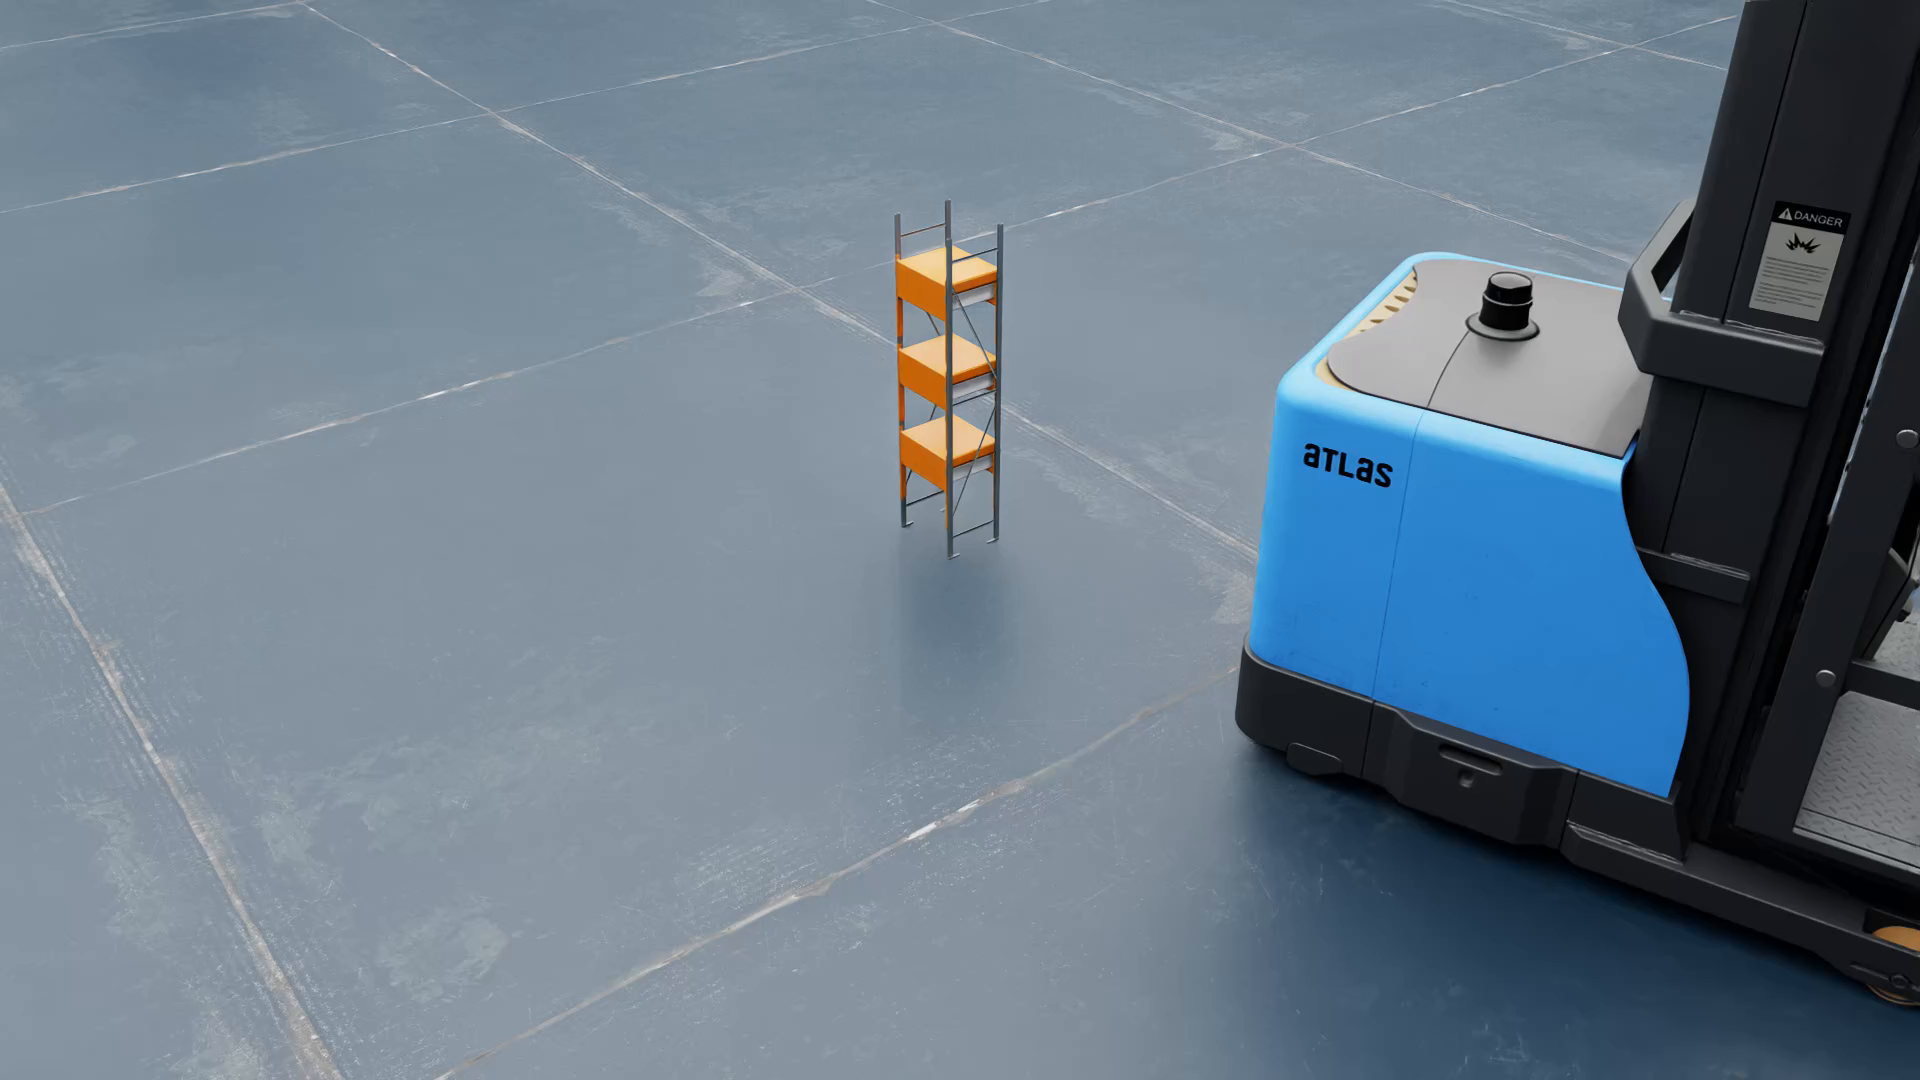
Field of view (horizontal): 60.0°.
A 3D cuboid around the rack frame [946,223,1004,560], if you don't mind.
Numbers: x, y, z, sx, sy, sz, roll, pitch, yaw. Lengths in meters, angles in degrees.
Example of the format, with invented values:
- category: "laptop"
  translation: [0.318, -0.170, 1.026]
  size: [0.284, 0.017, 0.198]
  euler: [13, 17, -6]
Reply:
- category: "rack frame"
  translation: [0.042, -0.417, 4.927]
  size: [0.200, 1.050, 0.008]
  euler: [-22, 38, -31]

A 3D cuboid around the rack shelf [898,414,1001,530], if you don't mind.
- category: "rack shelf"
  translation: [-0.033, -0.223, 5.161]
  size: [0.215, 0.259, 0.240]
  euler: [-22, 38, -31]

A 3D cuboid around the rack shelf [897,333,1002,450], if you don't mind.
- category: "rack shelf"
  translation: [-0.033, -0.459, 5.015]
  size: [0.215, 0.259, 0.240]
  euler: [-22, 38, -31]

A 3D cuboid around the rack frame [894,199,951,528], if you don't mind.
- category: "rack frame"
  translation: [-0.108, -0.519, 5.091]
  size: [0.200, 1.050, 0.008]
  euler: [-22, 38, -31]

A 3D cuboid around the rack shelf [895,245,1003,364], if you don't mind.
- category: "rack shelf"
  translation: [-0.033, -0.700, 4.865]
  size: [0.215, 0.259, 0.240]
  euler: [-22, 38, -31]

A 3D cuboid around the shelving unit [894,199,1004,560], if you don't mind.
- category: "shelving unit"
  translation: [-0.033, -0.468, 5.009]
  size: [0.215, 1.050, 0.252]
  euler: [-22, 38, -31]

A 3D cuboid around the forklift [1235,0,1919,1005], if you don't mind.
- category: "forklift"
  translation: [2.241, -0.502, 3.280]
  size: [3.031, 2.935, 1.130]
  euler: [18, 36, 27]
